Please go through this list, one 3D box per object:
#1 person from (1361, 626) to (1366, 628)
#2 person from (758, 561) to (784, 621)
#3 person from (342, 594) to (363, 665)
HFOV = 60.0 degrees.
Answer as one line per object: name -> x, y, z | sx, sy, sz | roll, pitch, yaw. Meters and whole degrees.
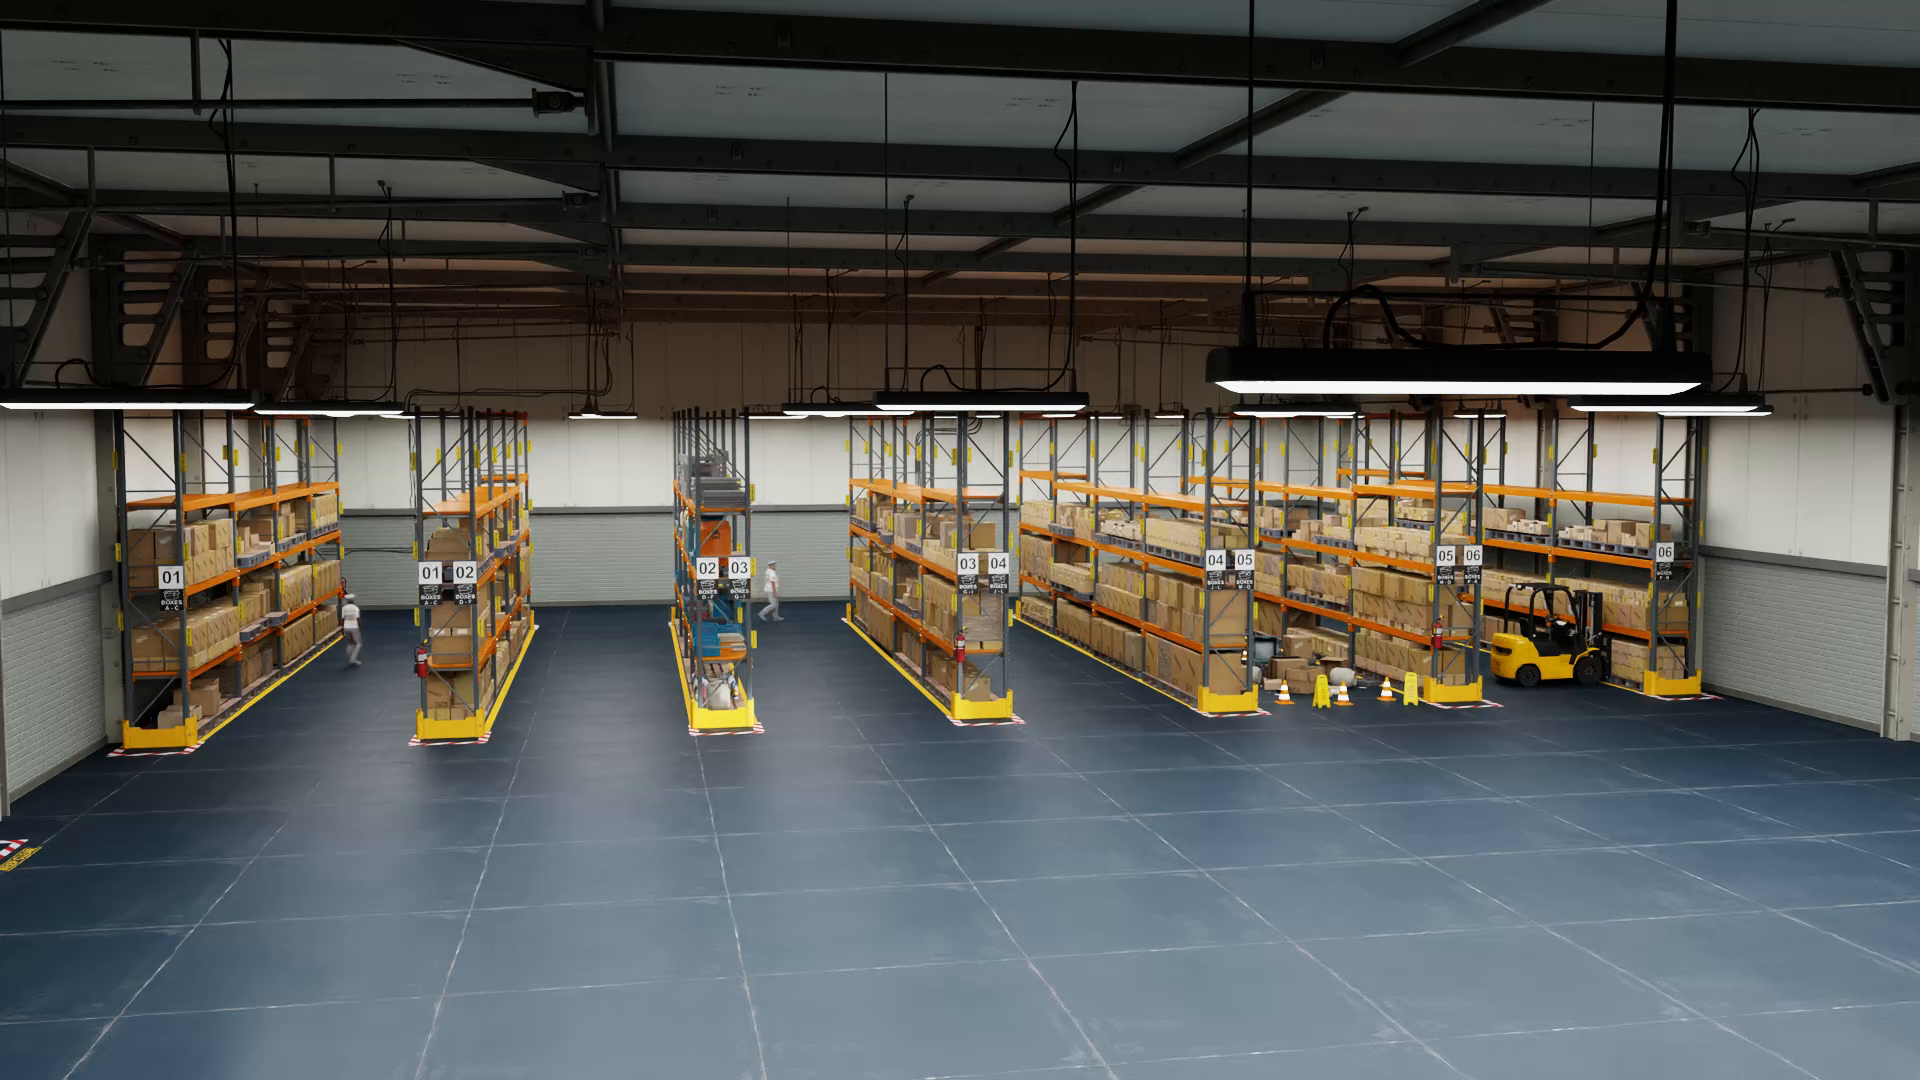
person -> 10.662, 1.748, 43.367 | 0.609, 1.786, 0.463 | -3, 5, -39
person -> -5.380, 1.465, 47.458 | 0.819, 1.737, 0.579 | -1, 4, -19
person -> -14.299, 2.110, 39.093 | 0.503, 1.679, 0.463 | 1, 4, 12
